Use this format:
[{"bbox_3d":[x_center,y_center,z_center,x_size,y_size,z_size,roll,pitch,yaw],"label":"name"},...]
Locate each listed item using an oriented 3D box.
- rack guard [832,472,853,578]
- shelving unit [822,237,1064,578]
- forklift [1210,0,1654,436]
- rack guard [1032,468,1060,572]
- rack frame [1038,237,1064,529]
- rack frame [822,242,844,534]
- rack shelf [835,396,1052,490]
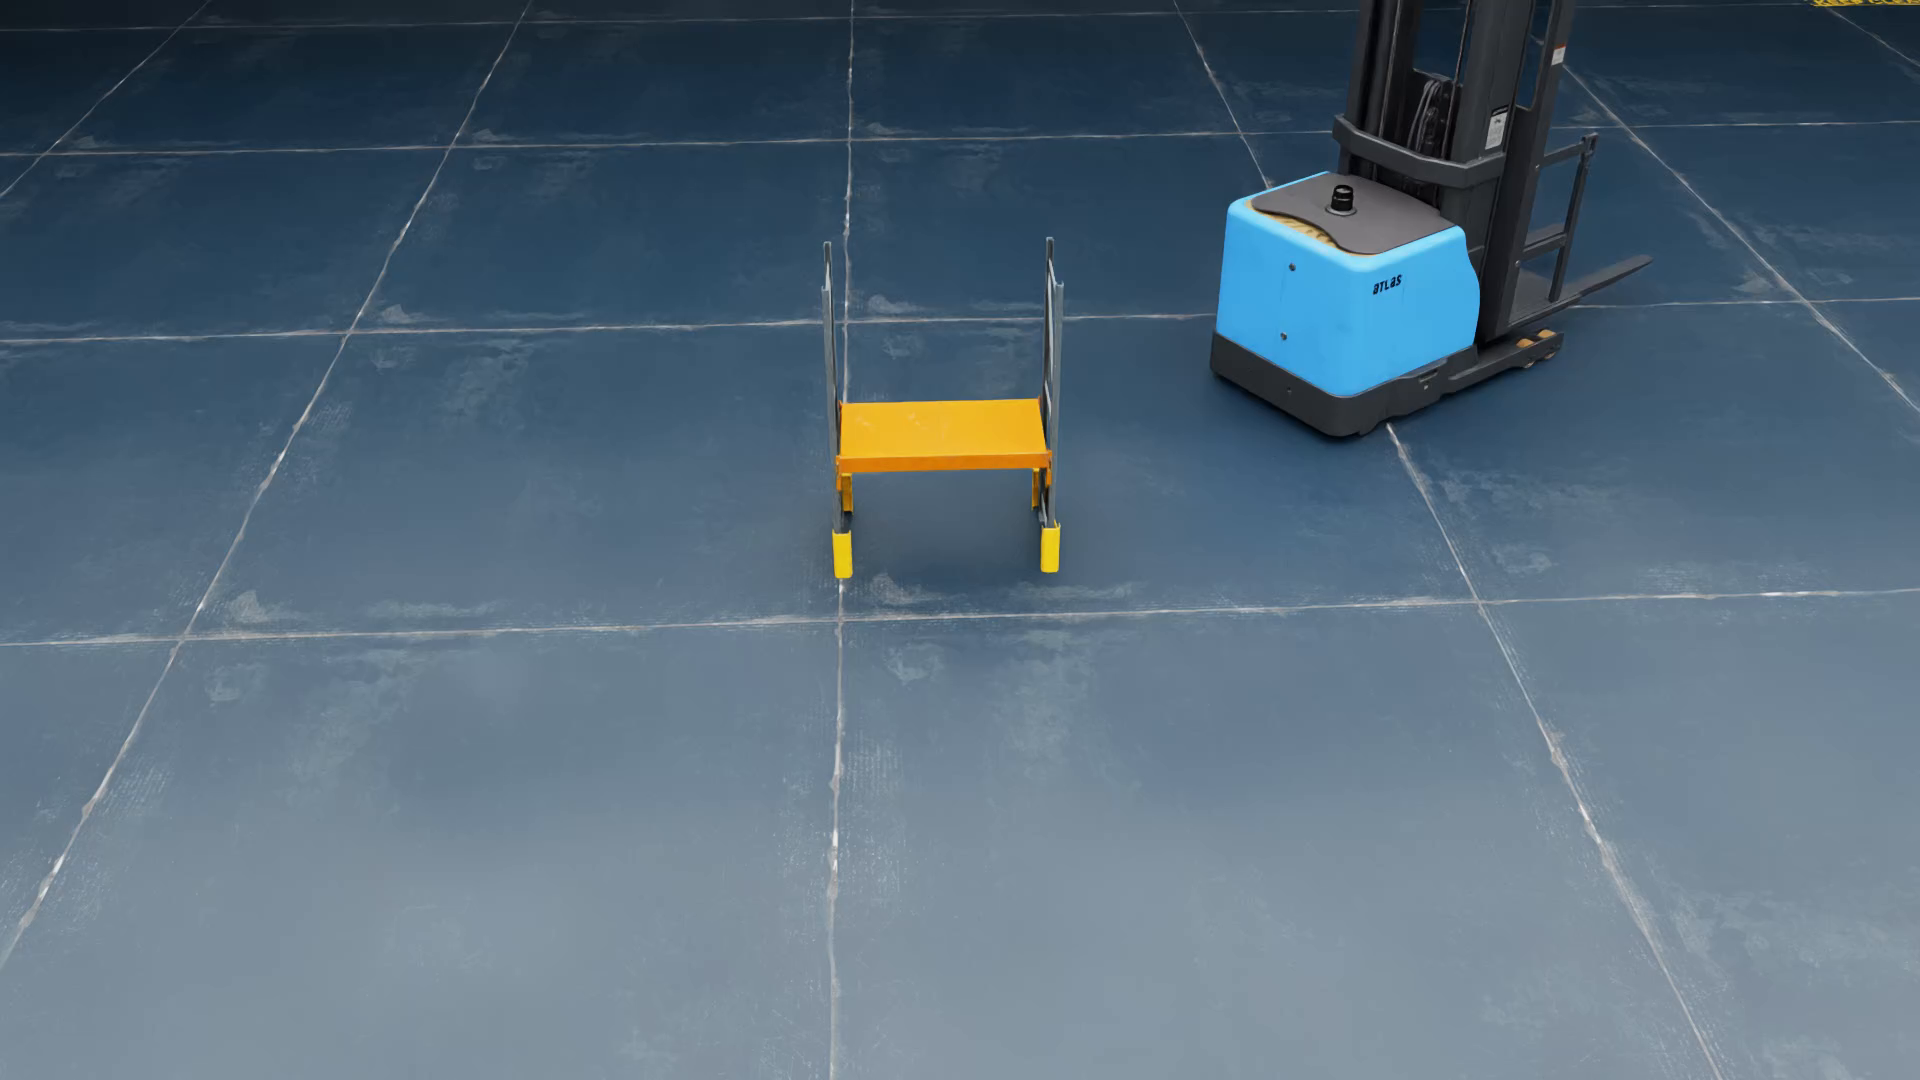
[{"bbox_3d":[-0.574,-0.087,8.157,0.087,0.250,0.587,-2,35,-2],"label":"rack guard"},{"bbox_3d":[-0.076,-0.615,7.820,1.083,1.500,0.587,-2,35,-2],"label":"shelving unit"},{"bbox_3d":[2.926,-2.428,9.183,3.031,2.935,1.130,-23,41,-29],"label":"forklift"},{"bbox_3d":[0.421,-0.114,8.195,0.087,0.250,0.587,-2,35,-2],"label":"rack guard"},{"bbox_3d":[0.423,-0.628,7.840,0.032,1.500,0.500,-2,35,-2],"label":"rack frame"},{"bbox_3d":[-0.593,-0.601,7.800,0.032,1.500,0.500,-2,35,-2],"label":"rack frame"},{"bbox_3d":[-0.085,-0.467,7.922,1.000,0.185,0.538,-2,35,-2],"label":"rack shelf"}]
